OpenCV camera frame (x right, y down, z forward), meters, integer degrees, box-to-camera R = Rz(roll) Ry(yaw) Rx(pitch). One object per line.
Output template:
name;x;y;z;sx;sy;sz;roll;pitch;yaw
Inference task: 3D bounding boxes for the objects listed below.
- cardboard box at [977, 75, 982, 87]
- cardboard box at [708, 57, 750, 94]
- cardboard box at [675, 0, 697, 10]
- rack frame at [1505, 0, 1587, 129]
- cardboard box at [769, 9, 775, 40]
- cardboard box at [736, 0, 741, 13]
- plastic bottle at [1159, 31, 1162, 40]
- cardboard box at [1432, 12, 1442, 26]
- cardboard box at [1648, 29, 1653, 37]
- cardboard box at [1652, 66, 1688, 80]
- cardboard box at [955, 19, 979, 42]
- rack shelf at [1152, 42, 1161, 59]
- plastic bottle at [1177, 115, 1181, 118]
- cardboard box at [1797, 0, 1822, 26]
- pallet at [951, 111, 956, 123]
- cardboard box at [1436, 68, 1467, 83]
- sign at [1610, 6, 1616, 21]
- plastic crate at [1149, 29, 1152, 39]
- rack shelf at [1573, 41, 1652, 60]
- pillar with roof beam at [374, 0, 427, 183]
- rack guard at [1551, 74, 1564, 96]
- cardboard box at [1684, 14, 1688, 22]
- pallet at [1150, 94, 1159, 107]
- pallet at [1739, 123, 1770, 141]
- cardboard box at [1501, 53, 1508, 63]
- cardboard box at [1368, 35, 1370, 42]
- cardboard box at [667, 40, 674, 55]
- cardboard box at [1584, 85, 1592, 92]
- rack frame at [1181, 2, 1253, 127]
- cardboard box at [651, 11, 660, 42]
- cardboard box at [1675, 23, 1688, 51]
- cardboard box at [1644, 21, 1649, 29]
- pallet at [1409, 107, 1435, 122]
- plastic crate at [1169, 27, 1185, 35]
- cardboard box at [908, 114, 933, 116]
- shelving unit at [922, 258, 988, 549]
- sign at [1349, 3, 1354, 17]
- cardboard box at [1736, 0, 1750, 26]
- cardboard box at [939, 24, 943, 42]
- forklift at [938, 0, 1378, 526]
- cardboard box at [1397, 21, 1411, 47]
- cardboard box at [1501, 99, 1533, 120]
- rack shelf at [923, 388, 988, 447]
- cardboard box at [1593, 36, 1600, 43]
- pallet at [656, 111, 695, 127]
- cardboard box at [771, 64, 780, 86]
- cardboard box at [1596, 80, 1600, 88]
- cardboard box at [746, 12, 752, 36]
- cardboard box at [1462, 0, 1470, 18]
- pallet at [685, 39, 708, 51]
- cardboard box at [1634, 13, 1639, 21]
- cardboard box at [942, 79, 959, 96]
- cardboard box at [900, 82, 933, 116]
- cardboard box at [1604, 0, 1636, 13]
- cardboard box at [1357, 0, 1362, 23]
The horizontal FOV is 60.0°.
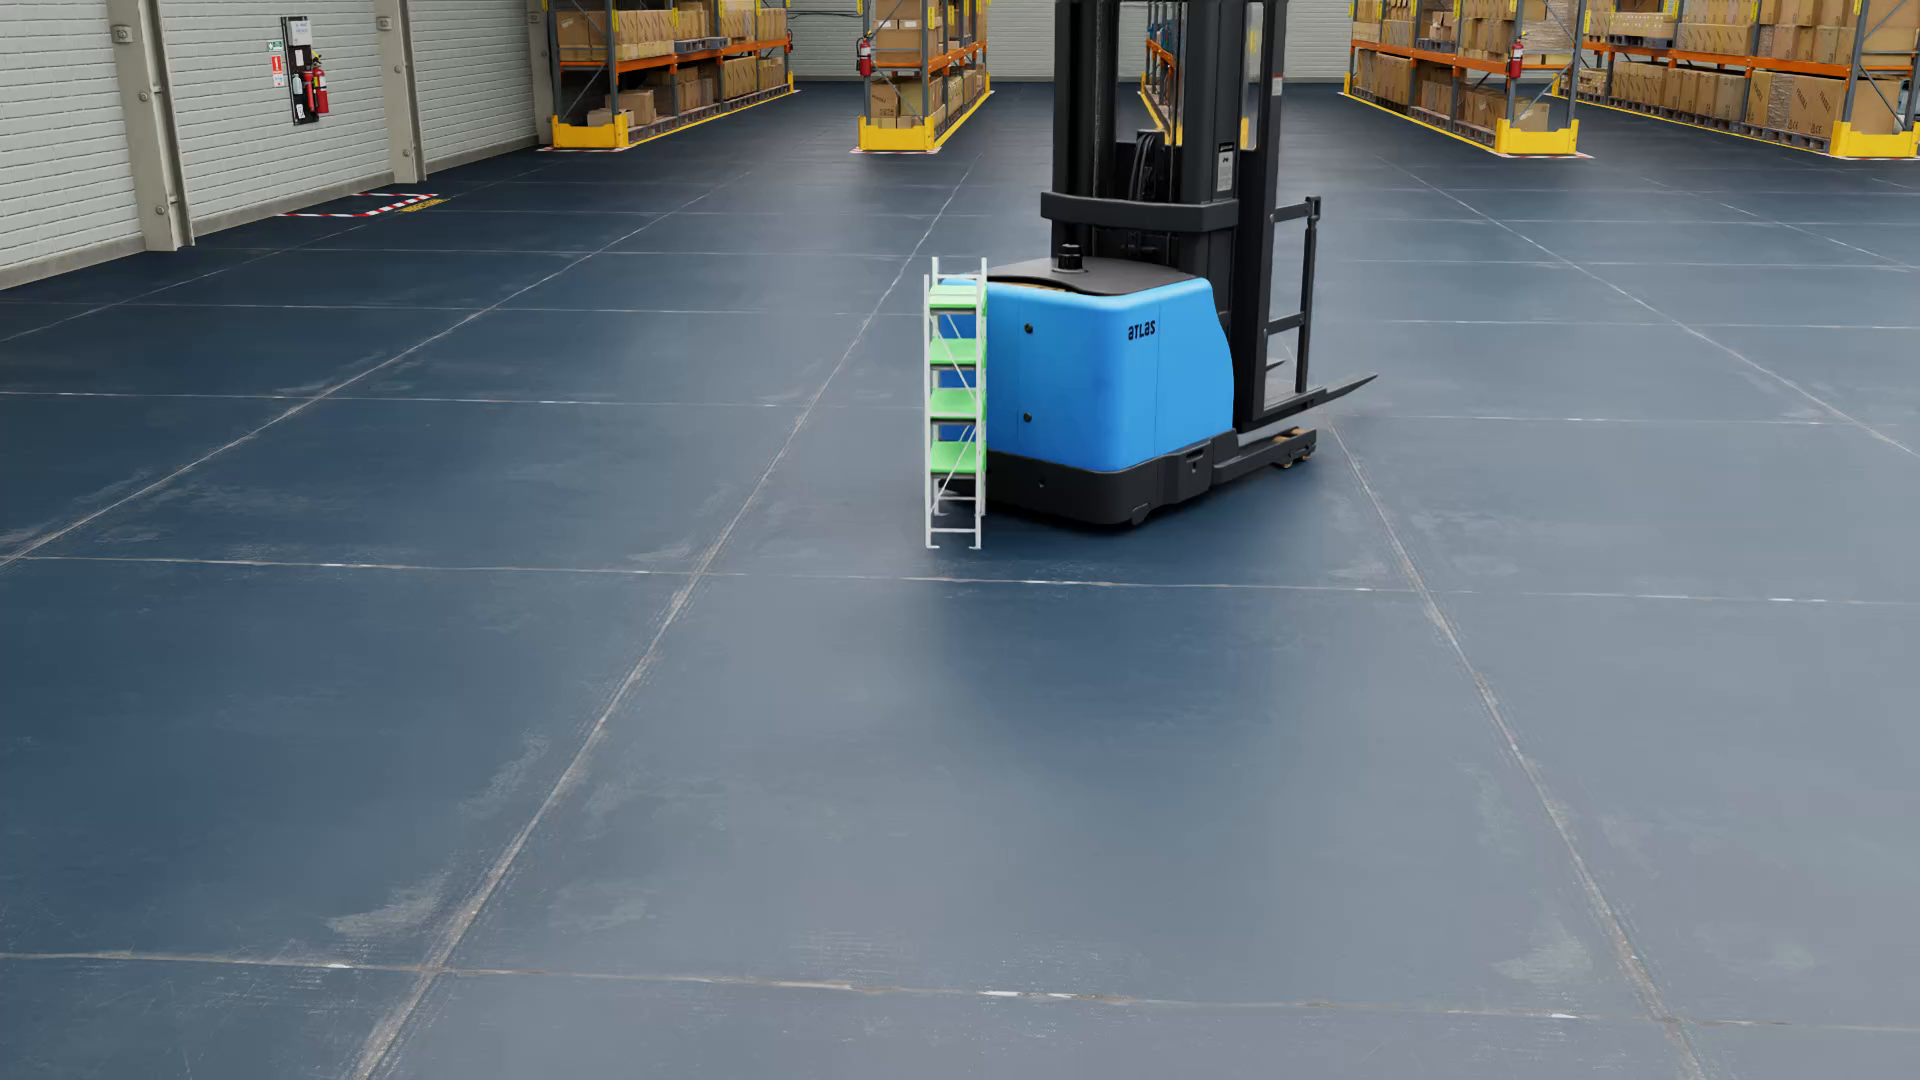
cardboard box;0.257;-11.024;39.958;0.500;0.250;0.500;1;18;4
cardboard box;-5.057;-10.154;36.373;0.750;0.750;0.750;2;18;6
cardboard box;-5.593;-10.916;34.046;0.500;0.250;0.500;2;18;5
rack frame;8.882;-7.399;25.185;1.000;3.000;0.127;1;18;4
cardboard box;-4.924;-12.221;39.420;0.980;0.700;0.700;0;18;1
cardboard box;-4.977;-11.386;35.479;0.500;0.250;0.500;1;18;3
plastic bottle;4.276;-10.608;35.059;0.144;0.351;0.185;1;18;4
cardboard box;9.456;-9.962;32.173;0.500;0.500;0.500;-1;18;-3
cardboard box;14.010;-10.142;33.286;0.380;0.149;0.250;2;18;5
cardboard box;14.183;-9.328;33.208;0.500;0.250;0.500;1;18;3
cardboard box;0.170;-11.548;37.687;0.500;0.500;0.500;2;18;5
rack shelf;4.658;-10.273;35.113;1.077;0.370;4.000;1;18;4
plastic bottle;3.636;-6.969;27.661;0.097;0.201;0.097;0;18;0
cardboard box;13.918;-8.467;26.470;0.875;0.550;0.500;1;18;4
pallet;-0.613;-8.148;31.950;1.003;0.211;1.213;1;18;4
cardboard box;9.409;-8.887;31.831;0.500;0.250;0.500;3;18;10
sign;14.140;-11.405;36.021;0.100;0.325;0.005;1;18;4
plastic crate;4.627;-11.856;38.961;0.416;0.233;0.300;1;18;4
rack shelf;14.825;-11.263;38.133;1.077;0.370;4.000;1;18;4
pillar with roof beam;-2.889;-8.858;20.006;9.100;9.000;0.400;1;18;4
rack guard;14.963;-11.014;40.234;1.175;0.500;0.348;1;18;4
cardboard box;14.660;-10.403;33.127;0.380;0.149;0.250;1;18;4
pallet;4.705;-9.672;36.603;1.003;0.211;1.213;1;18;4
pallet;13.976;-6.939;28.262;1.003;0.211;1.213;1;18;4
cardboard box;8.681;-7.529;25.986;0.380;0.149;0.250;1;18;4
cardboard box;9.510;-11.428;37.885;0.380;0.149;0.250;2;18;5
cardboard box;-5.385;-8.757;29.540;0.500;0.250;0.500;1;18;4
cardboard box;14.444;-10.279;37.880;0.380;0.149;0.250;1;18;4
rack frame;3.942;-7.509;25.523;1.000;3.000;0.127;1;18;4
cardboard box;-5.456;-8.802;28.473;0.500;0.500;0.500;1;18;2
cardboard box;14.094;-9.655;31.912;0.500;0.500;0.500;1;18;5
cardboard box;14.029;-10.369;33.501;0.380;0.149;0.250;1;18;4
pallet;9.398;-8.316;32.462;1.003;0.211;1.213;1;18;4
plastic crate;3.958;-8.939;29.784;0.402;0.464;0.583;1;18;4
cardboard box;-0.706;-6.831;27.194;0.500;0.250;0.500;1;18;4
shelving unit;-0.016;-0.609;7.354;0.258;1.200;0.503;1;18;3
sign;9.476;-12.831;40.247;0.100;0.325;0.005;1;18;4
cardboard box;14.173;-9.336;29.330;0.700;0.500;0.500;1;18;3
cardboard box;-0.603;-9.313;30.866;0.500;0.500;0.500;3;18;8
forklift;1.212;-1.847;8.354;1.130;2.935;3.031;14;23;37
cardboard box;9.319;-10.406;34.202;0.500;0.500;0.500;1;18;2
cardboard box;8.952;-6.790;26.669;0.500;0.500;0.500;6;19;18
rack shelf;-0.016;-0.548;7.374;0.258;0.148;0.480;1;18;3
cardboard box;14.490;-11.287;37.455;0.380;0.149;0.250;1;18;2
pallet;-5.599;-7.889;31.161;1.003;0.211;1.213;1;18;4
cardboard box;-4.779;-11.336;40.542;0.700;0.500;0.500;1;18;4
cardboard box;14.394;-10.159;37.035;0.380;0.149;0.250;0;18;1
cardboard box;-4.888;-11.348;36.568;0.500;0.500;0.500;1;18;4
cardboard box;8.883;-9.171;28.350;0.500;0.500;0.500;1;18;4
pallet;-5.468;-9.508;31.931;1.003;0.211;1.213;1;18;4
cardboard box;14.087;-10.749;34.183;0.380;0.149;0.250;2;18;6
cardboard box;-0.287;-8.779;32.237;0.500;0.311;0.500;1;18;4
cardboard box;-0.705;-7.187;27.077;0.500;0.500;0.500;1;18;4
cardboard box;14.446;-11.800;36.372;0.500;0.500;0.500;1;18;2
cardboard box;9.689;-12.496;39.301;0.500;0.500;0.500;1;18;3
